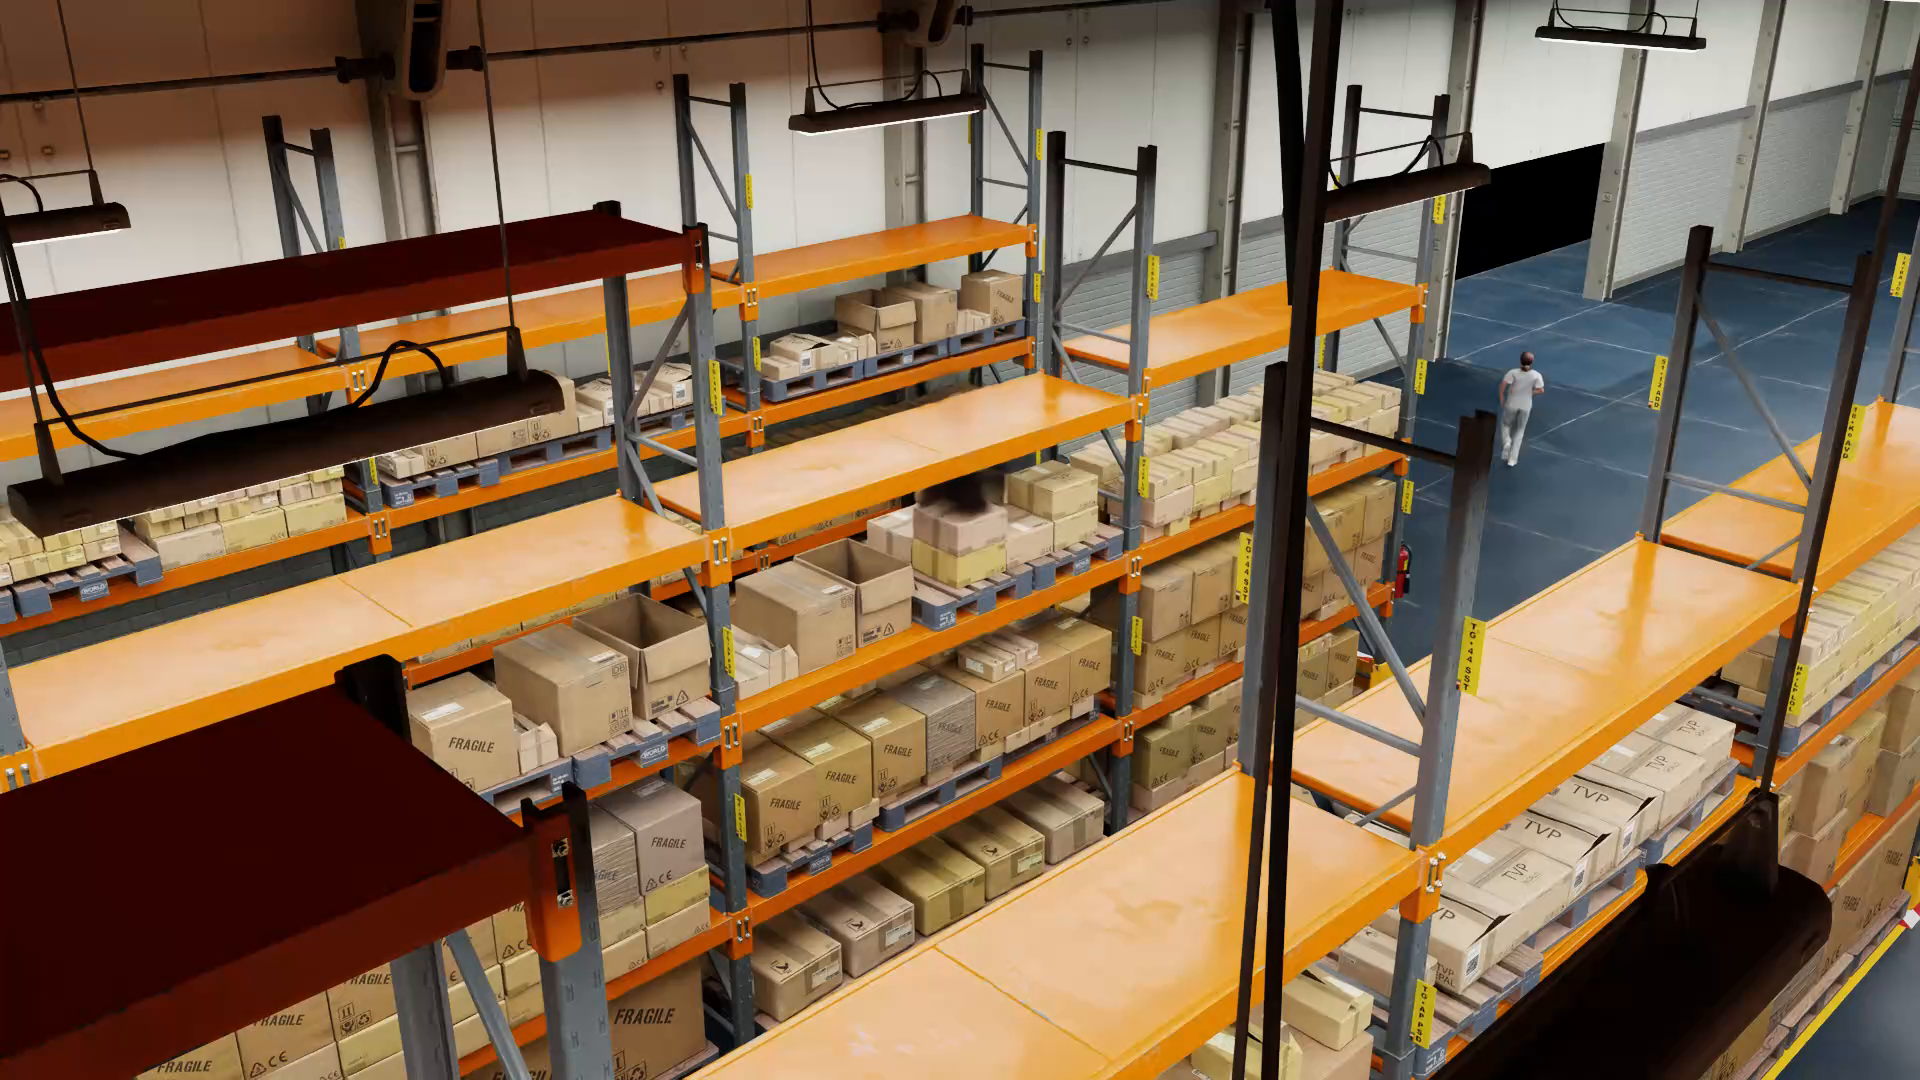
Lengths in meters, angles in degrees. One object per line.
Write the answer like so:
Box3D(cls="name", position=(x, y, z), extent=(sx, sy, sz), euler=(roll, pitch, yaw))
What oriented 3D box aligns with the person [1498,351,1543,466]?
Box3D(cls="person", position=(7.786, -1.863, 23.215), extent=(0.612, 1.640, 0.542), euler=(5, 23, 11))
